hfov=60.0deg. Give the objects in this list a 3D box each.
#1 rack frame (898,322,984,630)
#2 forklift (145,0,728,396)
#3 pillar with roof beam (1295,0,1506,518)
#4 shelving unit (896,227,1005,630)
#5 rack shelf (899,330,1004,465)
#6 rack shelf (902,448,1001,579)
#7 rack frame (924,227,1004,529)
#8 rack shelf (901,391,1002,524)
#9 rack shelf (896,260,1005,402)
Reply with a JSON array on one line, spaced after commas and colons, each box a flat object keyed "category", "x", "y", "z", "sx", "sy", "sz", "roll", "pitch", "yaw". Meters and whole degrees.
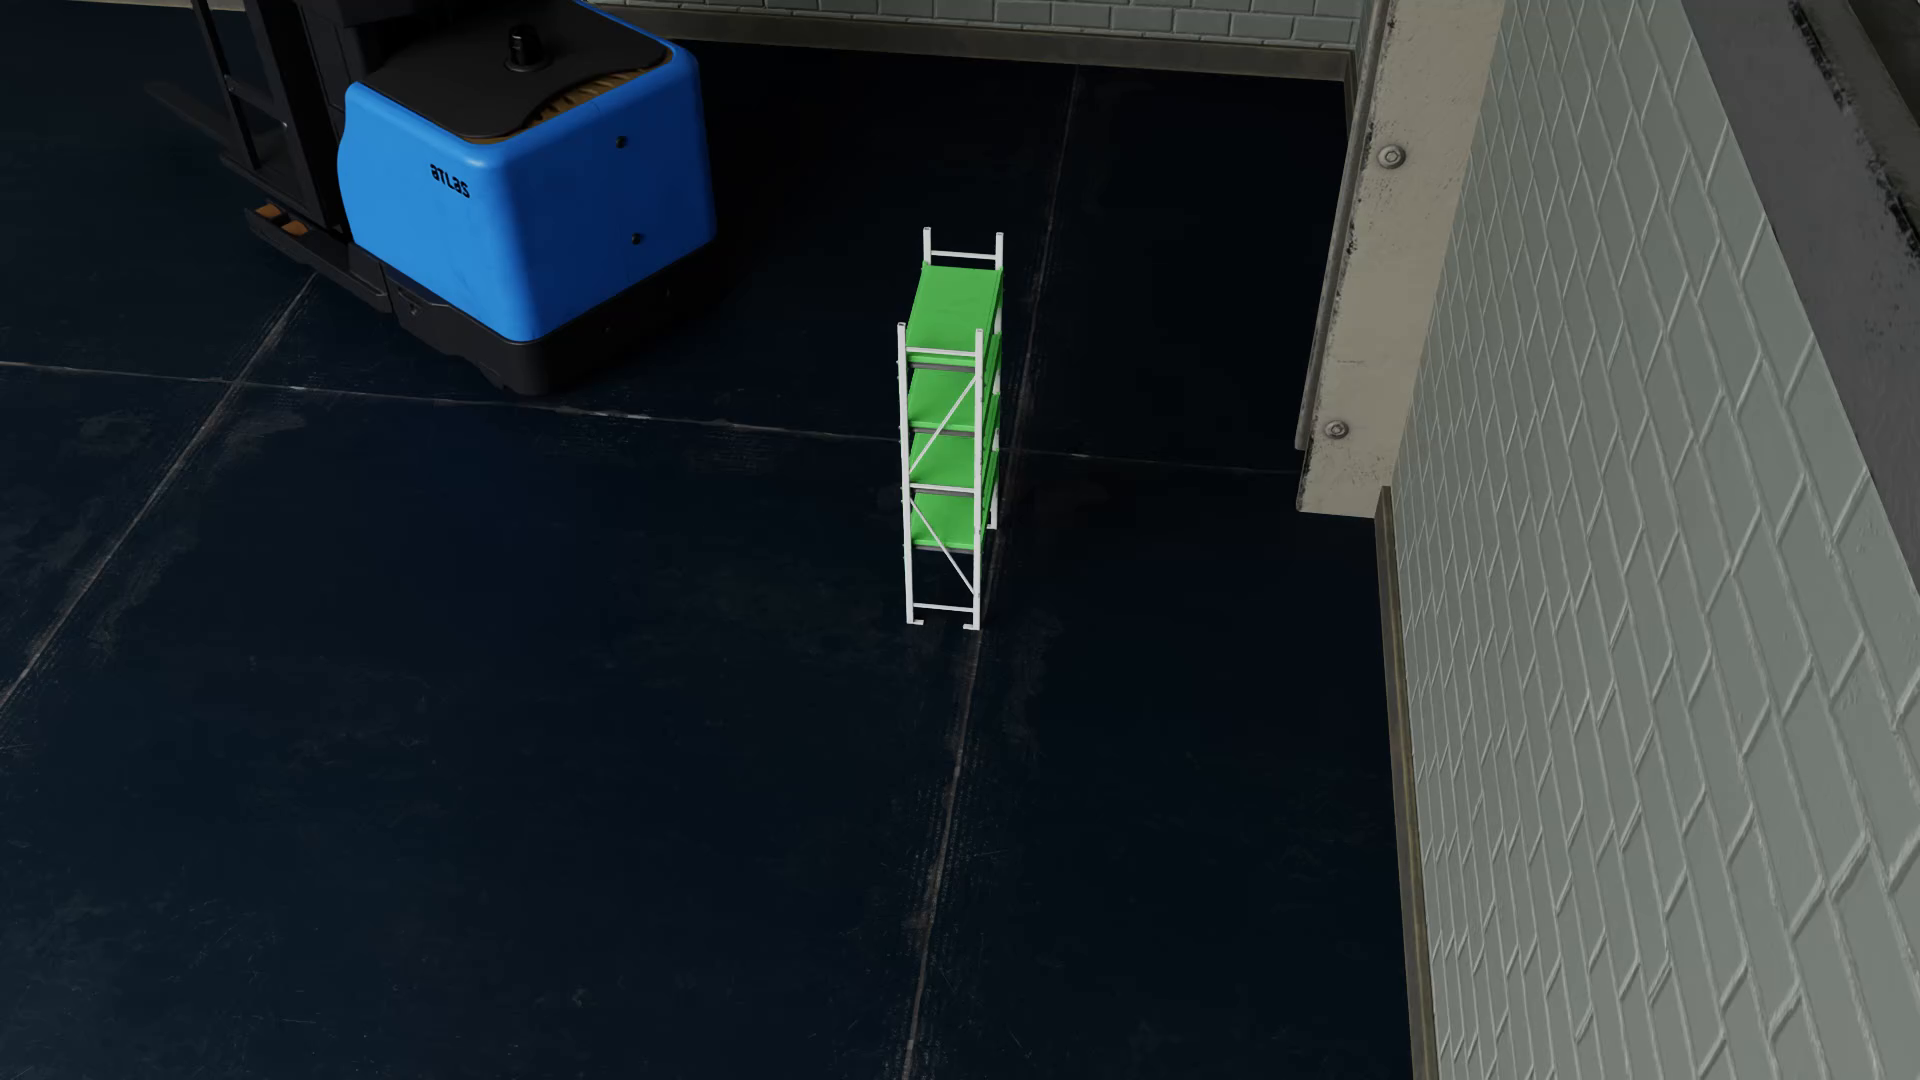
[{"category": "rack frame", "x": -0.054, "y": -0.157, "z": 5.043, "sx": 0.240, "sy": 1.200, "sz": 0.015, "roll": 5, "pitch": 44, "yaw": 6}, {"category": "forklift", "x": -2.384, "y": -2.477, "z": 6.234, "sx": 3.031, "sy": 2.935, "sz": 1.130, "roll": 31, "pitch": 51, "yaw": 29}, {"category": "pillar with roof beam", "x": -2.903, "y": -3.882, "z": 3.305, "sx": 9.100, "sy": 9.000, "sz": 0.400, "roll": 5, "pitch": 44, "yaw": 6}, {"category": "shelving unit", "x": -0.022, "y": -0.323, "z": 5.218, "sx": 0.258, "sy": 1.200, "sz": 0.503, "roll": 5, "pitch": 44, "yaw": 6}, {"category": "rack shelf", "x": -0.022, "y": -0.451, "z": 5.097, "sx": 0.258, "sy": 0.148, "sz": 0.480, "roll": 5, "pitch": 44, "yaw": 6}, {"category": "rack shelf", "x": -0.022, "y": -0.102, "z": 5.427, "sx": 0.258, "sy": 0.148, "sz": 0.480, "roll": 5, "pitch": 44, "yaw": 6}, {"category": "rack frame", "x": 0.010, "y": -0.489, "z": 5.394, "sx": 0.240, "sy": 1.200, "sz": 0.015, "roll": 5, "pitch": 44, "yaw": 6}, {"category": "rack shelf", "x": -0.022, "y": -0.276, "z": 5.262, "sx": 0.258, "sy": 0.148, "sz": 0.480, "roll": 5, "pitch": 44, "yaw": 6}, {"category": "rack shelf", "x": -0.022, "y": -0.625, "z": 4.932, "sx": 0.258, "sy": 0.148, "sz": 0.480, "roll": 5, "pitch": 44, "yaw": 6}]
